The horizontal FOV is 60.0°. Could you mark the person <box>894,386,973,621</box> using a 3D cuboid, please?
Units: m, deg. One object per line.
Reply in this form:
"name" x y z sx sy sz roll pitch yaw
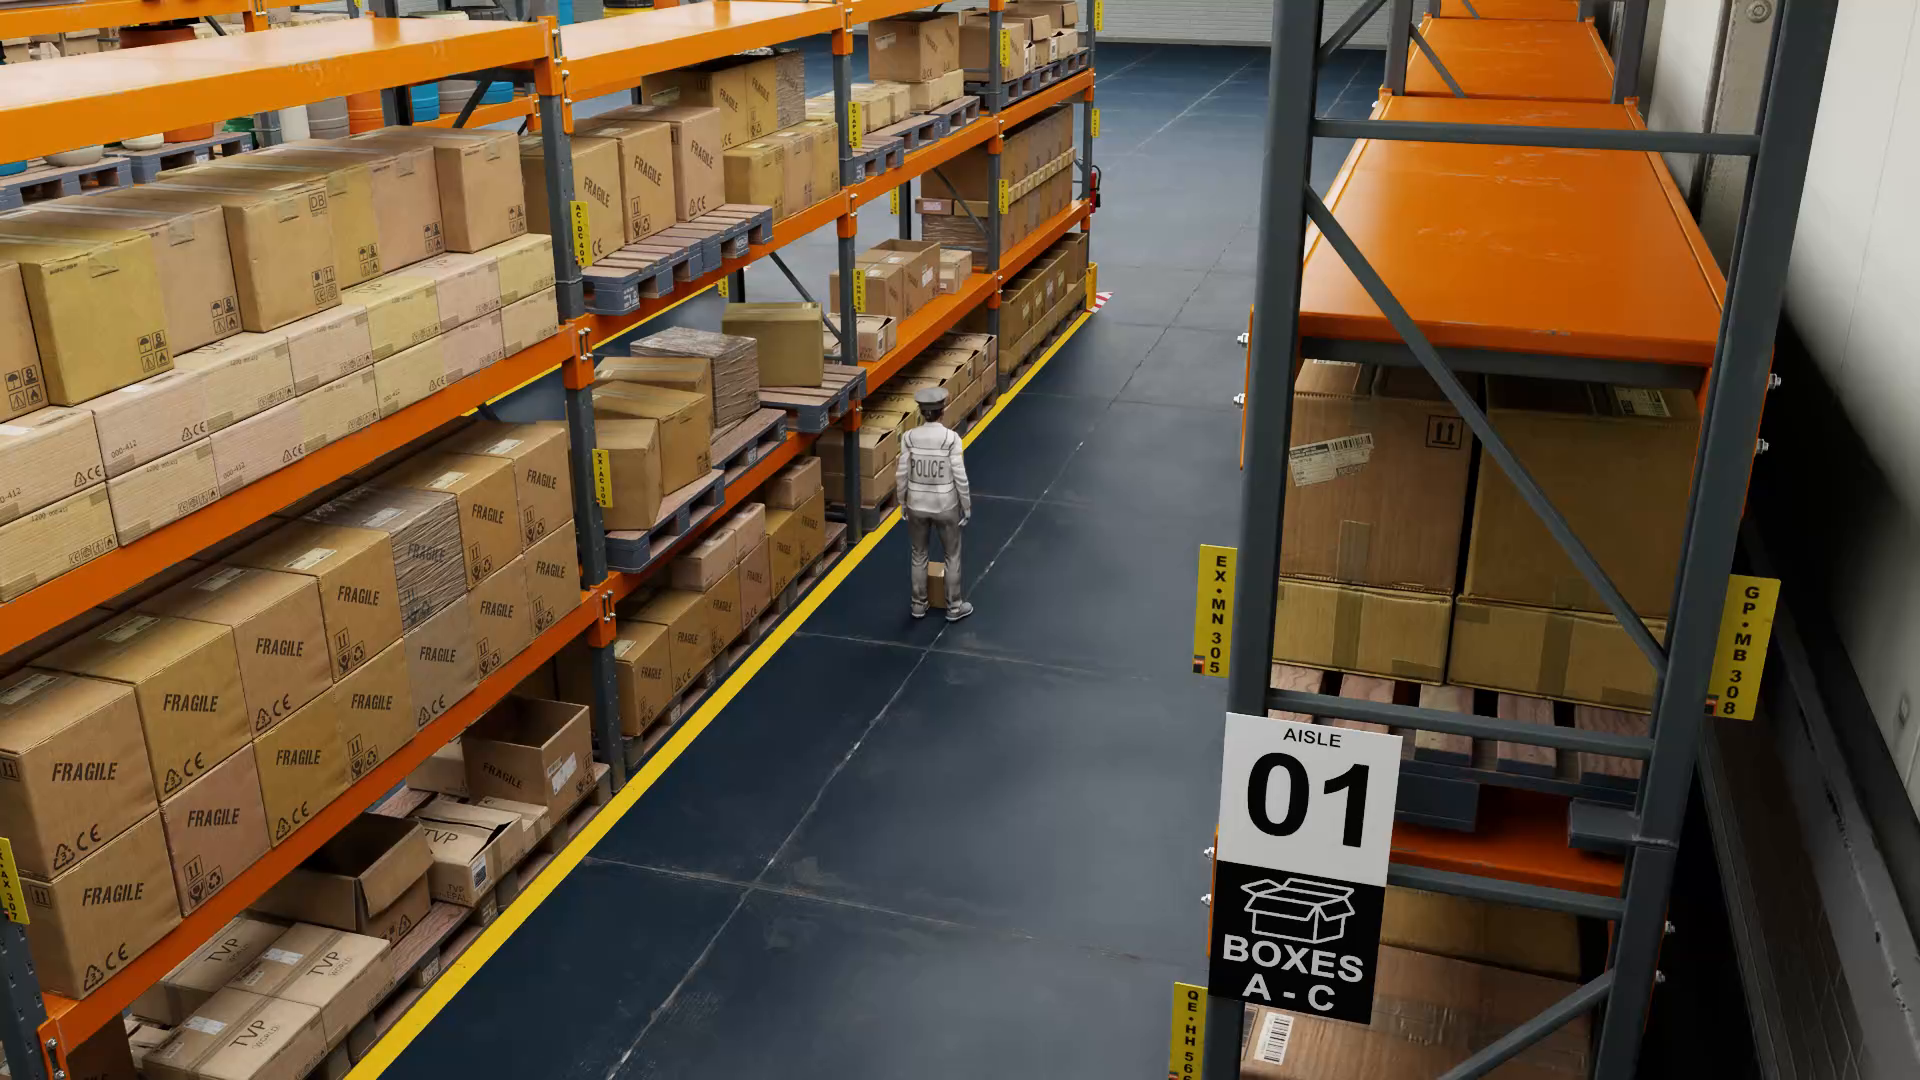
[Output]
"person" -0.189 -0.233 11.660 0.531 1.662 0.380 5 23 13
